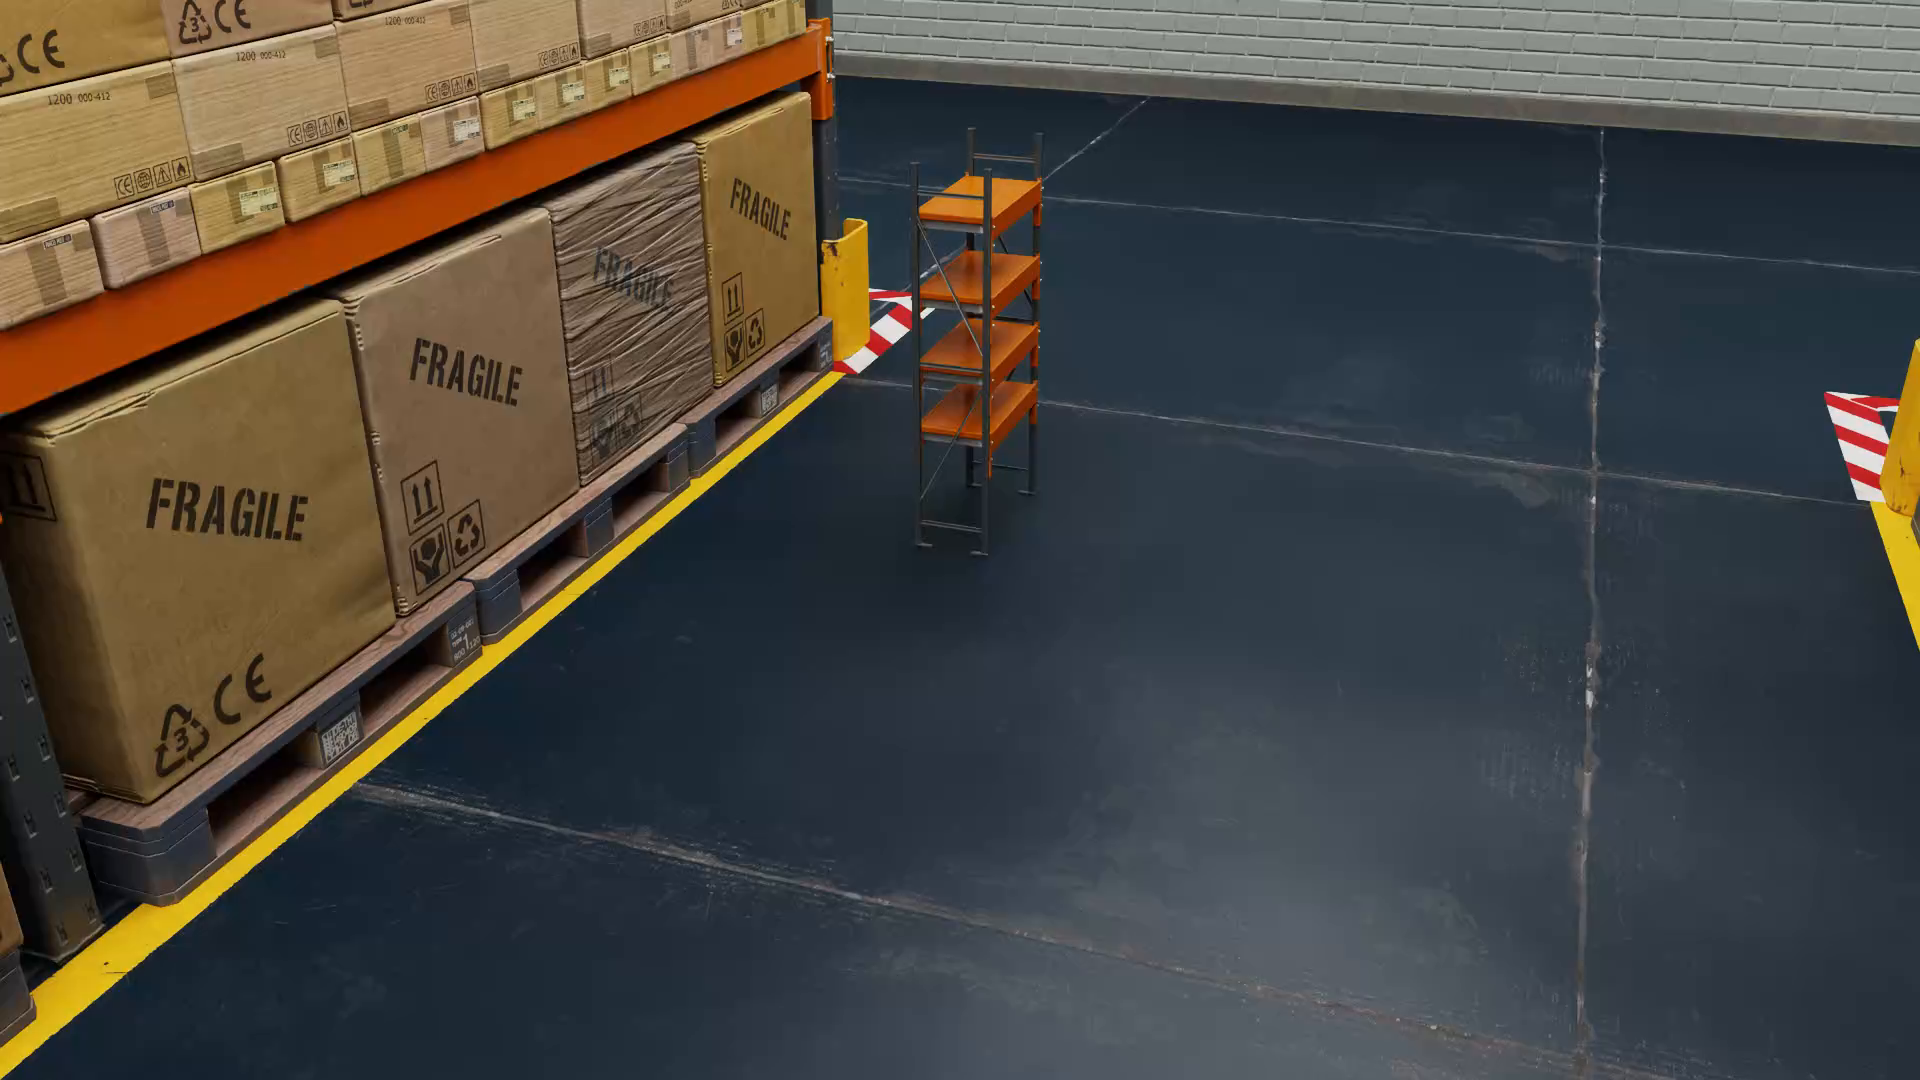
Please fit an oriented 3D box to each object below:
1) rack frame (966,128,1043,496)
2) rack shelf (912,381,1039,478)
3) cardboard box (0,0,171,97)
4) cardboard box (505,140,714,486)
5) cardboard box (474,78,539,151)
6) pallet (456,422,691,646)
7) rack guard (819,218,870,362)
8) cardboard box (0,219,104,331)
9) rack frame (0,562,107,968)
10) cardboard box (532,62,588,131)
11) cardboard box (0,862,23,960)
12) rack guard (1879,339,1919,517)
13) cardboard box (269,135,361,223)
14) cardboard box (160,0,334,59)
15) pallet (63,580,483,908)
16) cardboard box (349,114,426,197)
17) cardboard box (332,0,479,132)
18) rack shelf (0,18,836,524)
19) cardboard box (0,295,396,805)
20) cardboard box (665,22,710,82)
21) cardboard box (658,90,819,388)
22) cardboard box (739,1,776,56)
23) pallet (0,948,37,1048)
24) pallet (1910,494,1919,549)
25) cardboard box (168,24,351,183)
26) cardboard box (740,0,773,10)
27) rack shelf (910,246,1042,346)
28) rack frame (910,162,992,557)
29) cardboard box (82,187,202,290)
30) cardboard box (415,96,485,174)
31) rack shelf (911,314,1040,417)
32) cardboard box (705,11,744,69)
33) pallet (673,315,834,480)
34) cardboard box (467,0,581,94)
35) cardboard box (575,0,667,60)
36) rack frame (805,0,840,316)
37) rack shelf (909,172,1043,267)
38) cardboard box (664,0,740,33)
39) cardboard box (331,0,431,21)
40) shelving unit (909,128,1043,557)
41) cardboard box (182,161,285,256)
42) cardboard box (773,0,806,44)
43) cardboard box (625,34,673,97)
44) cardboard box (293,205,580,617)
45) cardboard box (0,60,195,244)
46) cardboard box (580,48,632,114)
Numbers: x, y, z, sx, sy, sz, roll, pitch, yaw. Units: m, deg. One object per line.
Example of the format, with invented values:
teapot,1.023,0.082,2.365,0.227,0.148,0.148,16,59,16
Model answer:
rack frame,0.136,-0.708,5.336,0.240,1.200,0.015,9,27,17
rack shelf,0.055,-0.369,5.245,0.258,0.148,0.480,9,27,17
cardboard box,-1.906,-1.130,3.113,0.500,0.500,0.500,9,27,17
cardboard box,-1.416,-0.795,5.405,0.875,0.875,0.875,9,27,17
cardboard box,-1.377,-1.168,4.508,0.380,0.149,0.250,8,27,16
pallet,-1.575,-0.116,5.247,1.003,0.211,1.213,9,27,17
rack guard,-0.967,-1.095,6.938,1.175,0.500,0.348,9,27,17
cardboard box,-1.894,-0.527,3.184,0.380,0.149,0.250,9,27,18
rack frame,-2.307,-0.567,2.978,1.000,3.000,0.127,9,27,17
cardboard box,-1.292,-1.275,4.730,0.380,0.149,0.250,9,27,18
cardboard box,-2.501,0.467,2.800,1.225,0.875,0.875,9,27,18
rack guard,3.643,-0.293,5.282,1.175,0.500,0.348,9,27,17
cardboard box,-1.634,-0.851,3.855,0.380,0.149,0.250,8,27,16
cardboard box,-1.735,-1.332,3.528,0.500,0.500,0.500,9,27,17
pallet,-1.980,0.387,4.208,1.003,0.211,1.213,9,27,17
cardboard box,-1.549,-0.957,4.072,0.380,0.149,0.250,8,27,17
cardboard box,-1.566,-1.205,4.128,0.500,0.250,0.500,9,27,19
rack shelf,-1.641,-1.065,4.832,1.077,0.370,4.000,9,27,17
cardboard box,-2.011,-0.059,3.886,0.875,0.875,0.875,9,27,17
cardboard box,-1.037,-1.590,5.381,0.380,0.149,0.250,9,27,18
cardboard box,-1.113,-1.169,6.178,0.875,0.875,0.875,9,27,17
cardboard box,-0.868,-1.796,5.806,0.380,0.149,0.250,9,27,18
pallet,-2.492,1.016,2.908,1.003,0.211,1.213,9,27,17
pallet,3.339,0.165,4.666,1.003,0.211,1.213,9,27,17
cardboard box,-1.733,-0.992,3.687,0.500,0.250,0.500,9,27,17
cardboard box,-0.886,-2.039,5.850,0.500,0.250,0.500,8,27,17
rack shelf,0.055,-0.749,5.061,0.258,0.148,0.480,9,27,17
rack frame,-0.026,-0.508,4.922,0.240,1.200,0.015,9,27,17
cardboard box,-1.807,-0.635,3.407,0.380,0.149,0.250,8,27,16
cardboard box,-1.464,-1.060,4.285,0.380,0.149,0.250,9,27,18
rack shelf,0.055,-0.548,5.158,0.258,0.148,0.480,9,27,17
cardboard box,-0.953,-1.693,5.592,0.380,0.149,0.250,9,27,18
pallet,-1.168,-0.615,6.279,1.003,0.211,1.213,9,27,17
cardboard box,-1.394,-1.407,4.545,0.500,0.250,0.500,9,27,18
cardboard box,-1.225,-1.622,4.988,0.500,0.250,0.500,8,27,16
rack frame,-0.975,-2.210,6.373,1.000,3.000,0.127,9,27,17
rack shelf,0.055,-0.962,4.958,0.258,0.148,0.480,9,27,17
cardboard box,-1.056,-1.831,5.420,0.500,0.250,0.500,8,27,17
cardboard box,-1.566,-1.546,3.971,0.500,0.500,0.500,8,27,16
shelving unit,0.055,-0.608,5.129,0.258,1.200,0.503,9,27,17
cardboard box,-1.720,-0.743,3.631,0.380,0.149,0.250,10,27,19
cardboard box,-0.783,-1.903,6.027,0.380,0.149,0.250,9,27,18
cardboard box,-1.122,-1.483,5.160,0.380,0.149,0.250,8,27,16
cardboard box,-1.712,-0.429,4.650,0.875,0.875,0.875,9,27,17
cardboard box,-1.903,-0.788,3.266,0.500,0.250,0.500,8,27,16
cardboard box,-1.208,-1.377,4.939,0.380,0.149,0.250,9,27,18
